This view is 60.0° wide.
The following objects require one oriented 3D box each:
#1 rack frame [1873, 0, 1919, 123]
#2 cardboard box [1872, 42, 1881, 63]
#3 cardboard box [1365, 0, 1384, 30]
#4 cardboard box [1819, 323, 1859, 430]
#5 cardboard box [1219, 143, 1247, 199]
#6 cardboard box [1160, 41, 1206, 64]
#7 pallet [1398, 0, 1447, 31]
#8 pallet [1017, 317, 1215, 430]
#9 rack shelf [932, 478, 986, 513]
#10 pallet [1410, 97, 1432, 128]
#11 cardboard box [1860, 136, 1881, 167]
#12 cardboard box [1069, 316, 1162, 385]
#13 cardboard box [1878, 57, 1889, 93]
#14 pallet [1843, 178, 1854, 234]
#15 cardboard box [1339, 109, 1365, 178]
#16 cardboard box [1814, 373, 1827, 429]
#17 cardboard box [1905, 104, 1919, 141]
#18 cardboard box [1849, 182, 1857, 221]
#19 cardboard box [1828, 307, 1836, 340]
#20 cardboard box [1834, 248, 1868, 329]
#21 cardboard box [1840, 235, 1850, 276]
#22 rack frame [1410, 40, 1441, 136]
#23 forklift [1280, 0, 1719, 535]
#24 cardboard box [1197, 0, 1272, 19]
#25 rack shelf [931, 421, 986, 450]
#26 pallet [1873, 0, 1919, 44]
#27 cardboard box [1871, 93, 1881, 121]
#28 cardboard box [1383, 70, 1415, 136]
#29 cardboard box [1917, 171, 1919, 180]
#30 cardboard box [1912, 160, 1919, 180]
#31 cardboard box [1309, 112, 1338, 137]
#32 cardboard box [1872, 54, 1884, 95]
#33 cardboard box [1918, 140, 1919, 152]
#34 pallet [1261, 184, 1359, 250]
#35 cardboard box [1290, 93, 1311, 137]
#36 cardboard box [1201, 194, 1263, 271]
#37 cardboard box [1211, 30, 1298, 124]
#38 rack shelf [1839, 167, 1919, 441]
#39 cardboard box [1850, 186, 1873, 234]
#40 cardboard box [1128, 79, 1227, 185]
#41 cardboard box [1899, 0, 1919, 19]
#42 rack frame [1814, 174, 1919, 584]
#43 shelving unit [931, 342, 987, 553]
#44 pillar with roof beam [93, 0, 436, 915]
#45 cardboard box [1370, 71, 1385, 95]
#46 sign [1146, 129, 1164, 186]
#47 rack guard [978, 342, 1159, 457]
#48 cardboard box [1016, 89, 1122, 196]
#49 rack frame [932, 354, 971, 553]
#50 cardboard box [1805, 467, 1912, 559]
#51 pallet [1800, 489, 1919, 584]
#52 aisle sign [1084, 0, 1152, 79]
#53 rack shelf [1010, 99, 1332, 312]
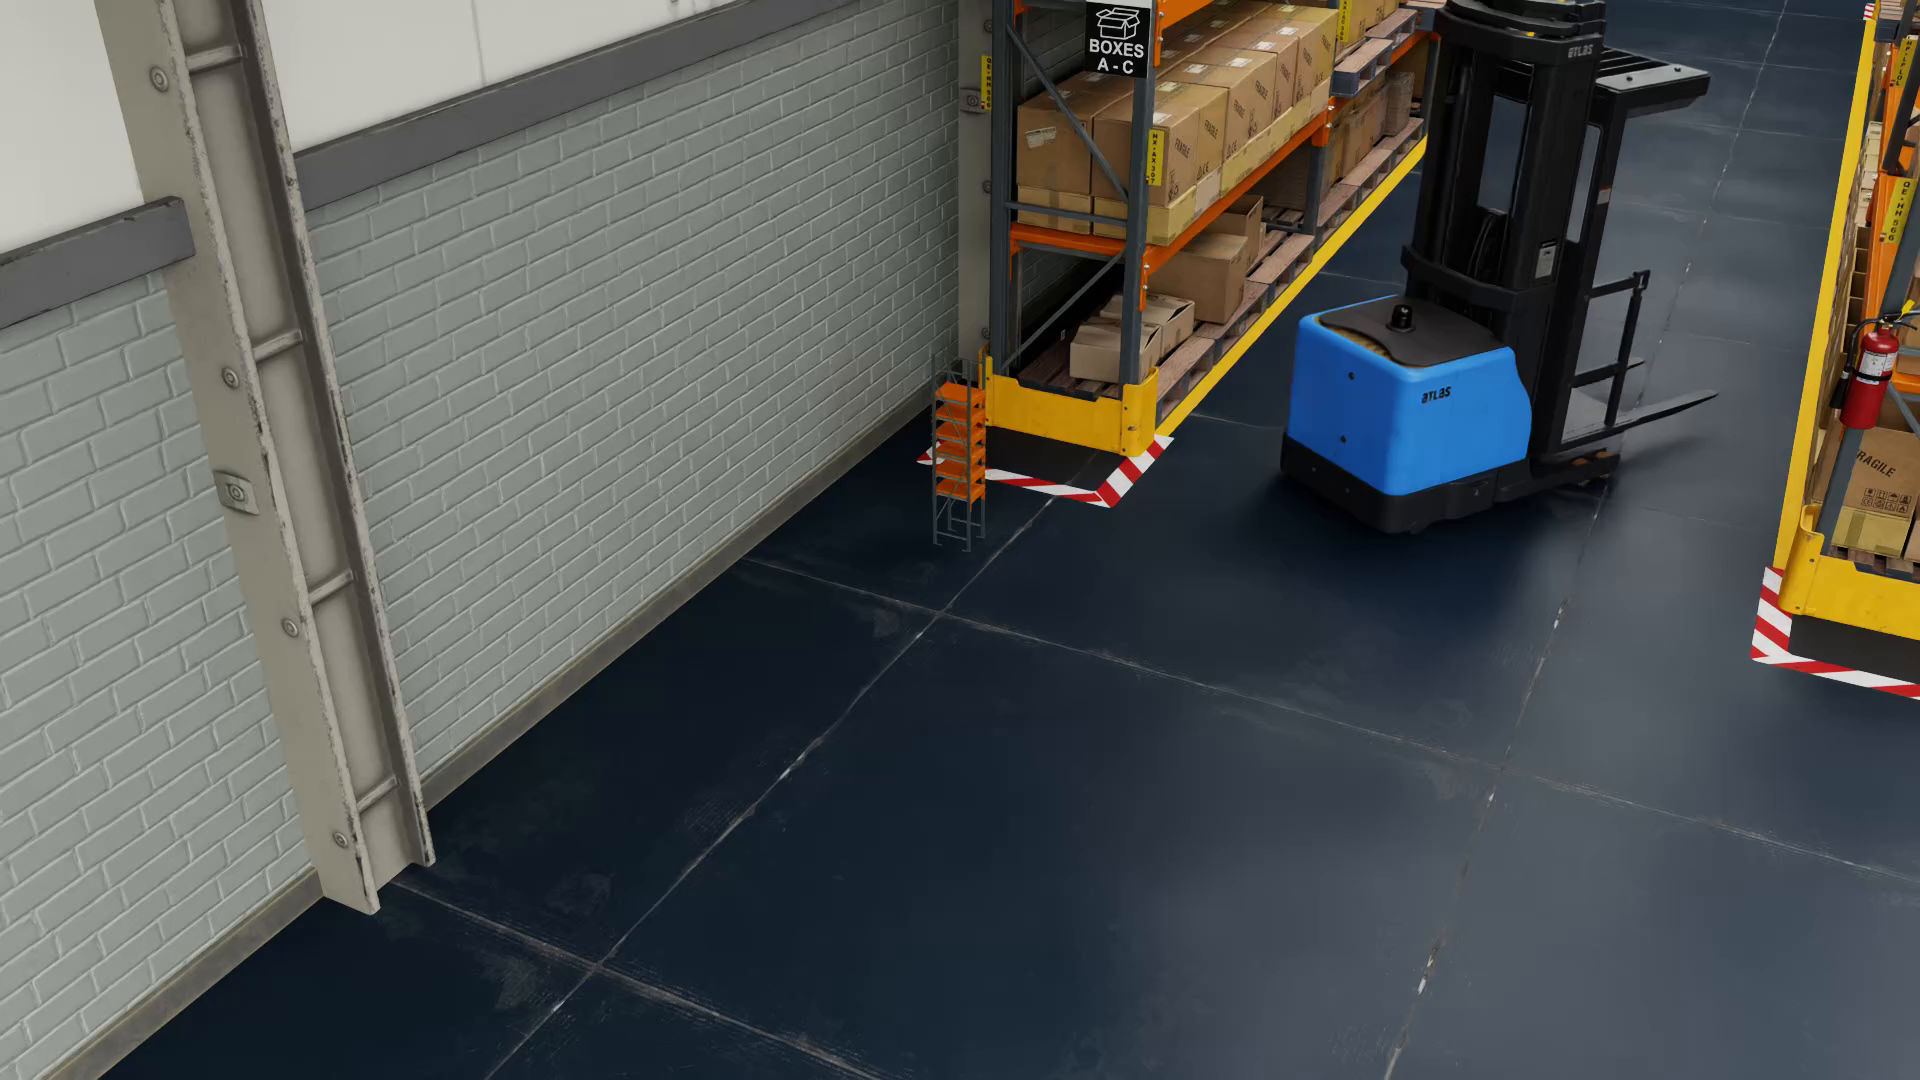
[{"bbox_3d":[8.717,-4.421,14.436,1.000,3.000,0.127,14,33,23],"label":"rack frame"},{"bbox_3d":[10.546,-5.618,18.589,0.500,0.500,0.500,14,33,23],"label":"cardboard box"},{"bbox_3d":[3.278,-4.767,14.496,0.700,0.500,0.500,19,35,30],"label":"cardboard box"},{"bbox_3d":[5.494,-0.941,9.963,0.500,0.500,0.500,14,33,23],"label":"cardboard box"},{"bbox_3d":[1.627,-2.542,11.295,0.500,0.250,0.500,14,33,23],"label":"cardboard box"},{"bbox_3d":[1.386,-3.197,11.682,0.500,0.500,0.500,15,33,24],"label":"cardboard box"},{"bbox_3d":[4.076,-5.120,15.846,1.213,0.211,1.003,14,33,23],"label":"pallet"},{"bbox_3d":[1.097,-1.173,11.581,1.003,0.211,1.213,14,33,23],"label":"pallet"},{"bbox_3d":[-0.007,-0.267,9.582,0.258,0.103,0.180,14,33,23],"label":"rack shelf"},{"bbox_3d":[4.732,-4.666,17.663,1.003,0.211,1.213,14,33,23],"label":"pallet"},{"bbox_3d":[7.985,-3.253,14.179,0.500,0.311,0.500,13,33,22],"label":"cardboard box"},{"bbox_3d":[1.056,-1.307,11.273,0.500,0.311,0.500,11,32,18],"label":"cardboard box"},{"bbox_3d":[8.956,-4.346,15.622,0.500,0.250,0.500,16,33,25],"label":"cardboard box"},{"bbox_3d":[8.307,-2.855,14.510,1.003,0.211,1.213,14,33,23],"label":"pallet"},{"bbox_3d":[3.263,-3.664,15.187,0.700,0.500,0.500,15,33,24],"label":"cardboard box"},{"bbox_3d":[5.726,-0.836,10.534,0.500,0.250,0.500,14,33,23],"label":"cardboard box"},{"bbox_3d":[7.132,-3.021,12.133,0.396,0.266,0.258,13,33,22],"label":"cardboard box"},{"bbox_3d":[7.757,-2.790,13.936,0.500,0.250,0.500,13,32,22],"label":"cardboard box"},{"bbox_3d":[6.414,-1.500,11.690,0.500,0.250,0.500,14,33,23],"label":"cardboard box"},{"bbox_3d":[6.184,-1.604,11.118,0.500,0.500,0.500,14,33,23],"label":"cardboard box"},{"bbox_3d":[7.058,-2.111,12.753,0.500,0.250,0.500,14,33,23],"label":"cardboard box"},{"bbox_3d":[4.305,-5.543,16.390,1.000,3.000,0.127,14,33,23],"label":"rack frame"},{"bbox_3d":[3.538,-1.824,9.983,3.031,2.935,1.130,-16,33,-25],"label":"forklift"},{"bbox_3d":[2.083,-3.877,12.867,0.500,0.500,0.500,14,33,22],"label":"cardboard box"},{"bbox_3d":[-0.007,-0.579,9.402,0.258,0.103,0.180,14,33,23],"label":"rack shelf"},{"bbox_3d":[8.963,-4.654,15.035,1.213,0.211,1.003,14,33,23],"label":"pallet"},{"bbox_3d":[8.934,-3.995,15.764,0.500,0.500,0.500,16,33,25],"label":"cardboard box"},{"bbox_3d":[4.024,-4.319,16.327,0.700,0.500,0.500,15,33,24],"label":"cardboard box"},{"bbox_3d":[5.782,-2.100,9.642,0.380,0.149,0.250,14,33,23],"label":"cardboard box"},{"bbox_3d":[6.464,-2.257,10.568,0.700,0.500,0.500,14,33,23],"label":"cardboard box"},{"bbox_3d":[3.001,-3.728,14.544,0.500,0.250,0.500,14,33,22],"label":"cardboard box"},{"bbox_3d":[9.634,-4.683,16.961,0.500,0.500,0.500,15,33,24],"label":"cardboard box"},{"bbox_3d":[6.136,-2.444,10.242,0.380,0.149,0.250,13,32,22],"label":"cardboard box"},{"bbox_3d":[2.837,-2.906,14.598,1.003,0.211,1.213,14,33,23],"label":"pallet"},{"bbox_3d":[2.303,-3.215,12.468,0.500,0.250,0.500,14,33,23],"label":"cardboard box"},{"bbox_3d":[2.046,-2.407,12.998,0.500,0.500,0.500,12,32,20],"label":"cardboard box"},{"bbox_3d":[2.082,-3.315,11.889,0.500,0.500,0.500,13,32,22],"label":"cardboard box"},{"bbox_3d":[5.984,-1.449,9.983,1.077,0.370,4.000,14,33,23],"label":"rack shelf"},{"bbox_3d":[7.285,-2.578,13.003,0.500,0.311,0.500,14,33,23],"label":"cardboard box"},{"bbox_3d":[1.380,-2.625,10.687,0.500,0.500,0.500,14,33,23],"label":"cardboard box"},{"bbox_3d":[8.903,-4.951,14.837,0.700,0.500,0.500,4,30,7],"label":"cardboard box"},{"bbox_3d":[5.073,-0.874,8.260,1.000,3.000,0.127,14,33,23],"label":"rack frame"},{"bbox_3d":[-0.007,-0.514,9.440,0.258,1.200,0.189,14,33,23],"label":"shelving unit"},{"bbox_3d":[1.309,-1.468,3.270,9.100,9.000,0.400,14,33,23],"label":"pillar with roof beam"},{"bbox_3d":[3.708,-4.405,15.725,0.500,0.250,0.500,15,33,24],"label":"cardboard box"},{"bbox_3d":[1.144,-2.249,9.784,0.100,0.325,0.005,14,33,23],"label":"sign"},{"bbox_3d":[0.696,-0.946,10.895,1.175,0.500,0.348,14,33,23],"label":"rack guard"},{"bbox_3d":[0.686,-2.522,10.508,0.500,0.500,0.500,14,33,23],"label":"cardboard box"},{"bbox_3d":[-0.048,-0.473,9.369,0.240,1.200,0.006,14,33,23],"label":"rack frame"},{"bbox_3d":[5.054,-0.169,9.371,0.500,0.250,0.500,14,33,23],"label":"cardboard box"},{"bbox_3d":[5.384,-0.014,9.561,1.003,0.211,1.213,14,33,23],"label":"pallet"},{"bbox_3d":[0.895,-3.024,9.393,0.394,0.787,0.004,14,33,23],"label":"aisle sign"},{"bbox_3d":[1.572,-2.571,11.937,1.077,0.370,4.000,14,33,23],"label":"rack shelf"}]
